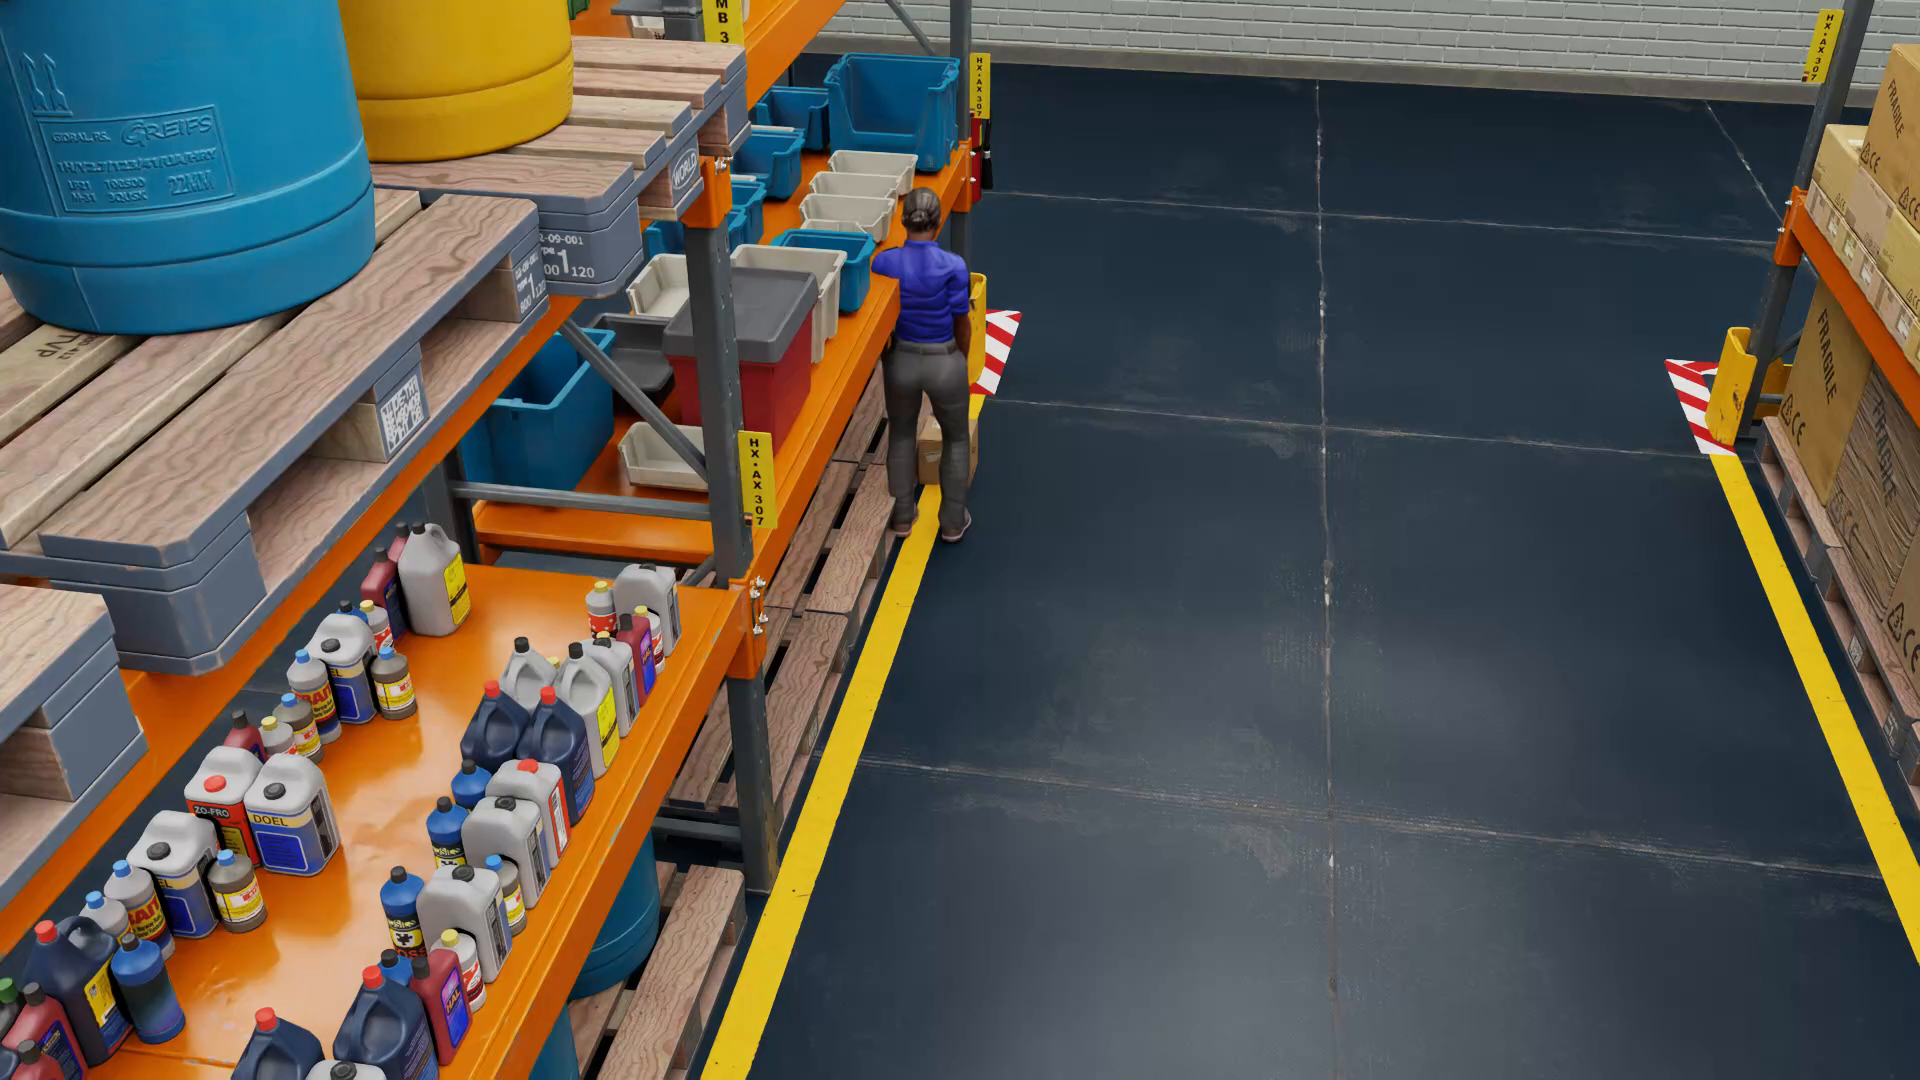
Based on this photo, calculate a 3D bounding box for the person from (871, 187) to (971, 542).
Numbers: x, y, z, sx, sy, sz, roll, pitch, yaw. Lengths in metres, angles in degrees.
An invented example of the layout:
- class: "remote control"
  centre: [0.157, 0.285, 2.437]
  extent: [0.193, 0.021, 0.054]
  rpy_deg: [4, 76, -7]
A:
- class: "person"
  centre: [-0.170, -0.747, 7.348]
  extent: [0.448, 1.631, 0.342]
  rpy_deg: [6, 33, 9]
